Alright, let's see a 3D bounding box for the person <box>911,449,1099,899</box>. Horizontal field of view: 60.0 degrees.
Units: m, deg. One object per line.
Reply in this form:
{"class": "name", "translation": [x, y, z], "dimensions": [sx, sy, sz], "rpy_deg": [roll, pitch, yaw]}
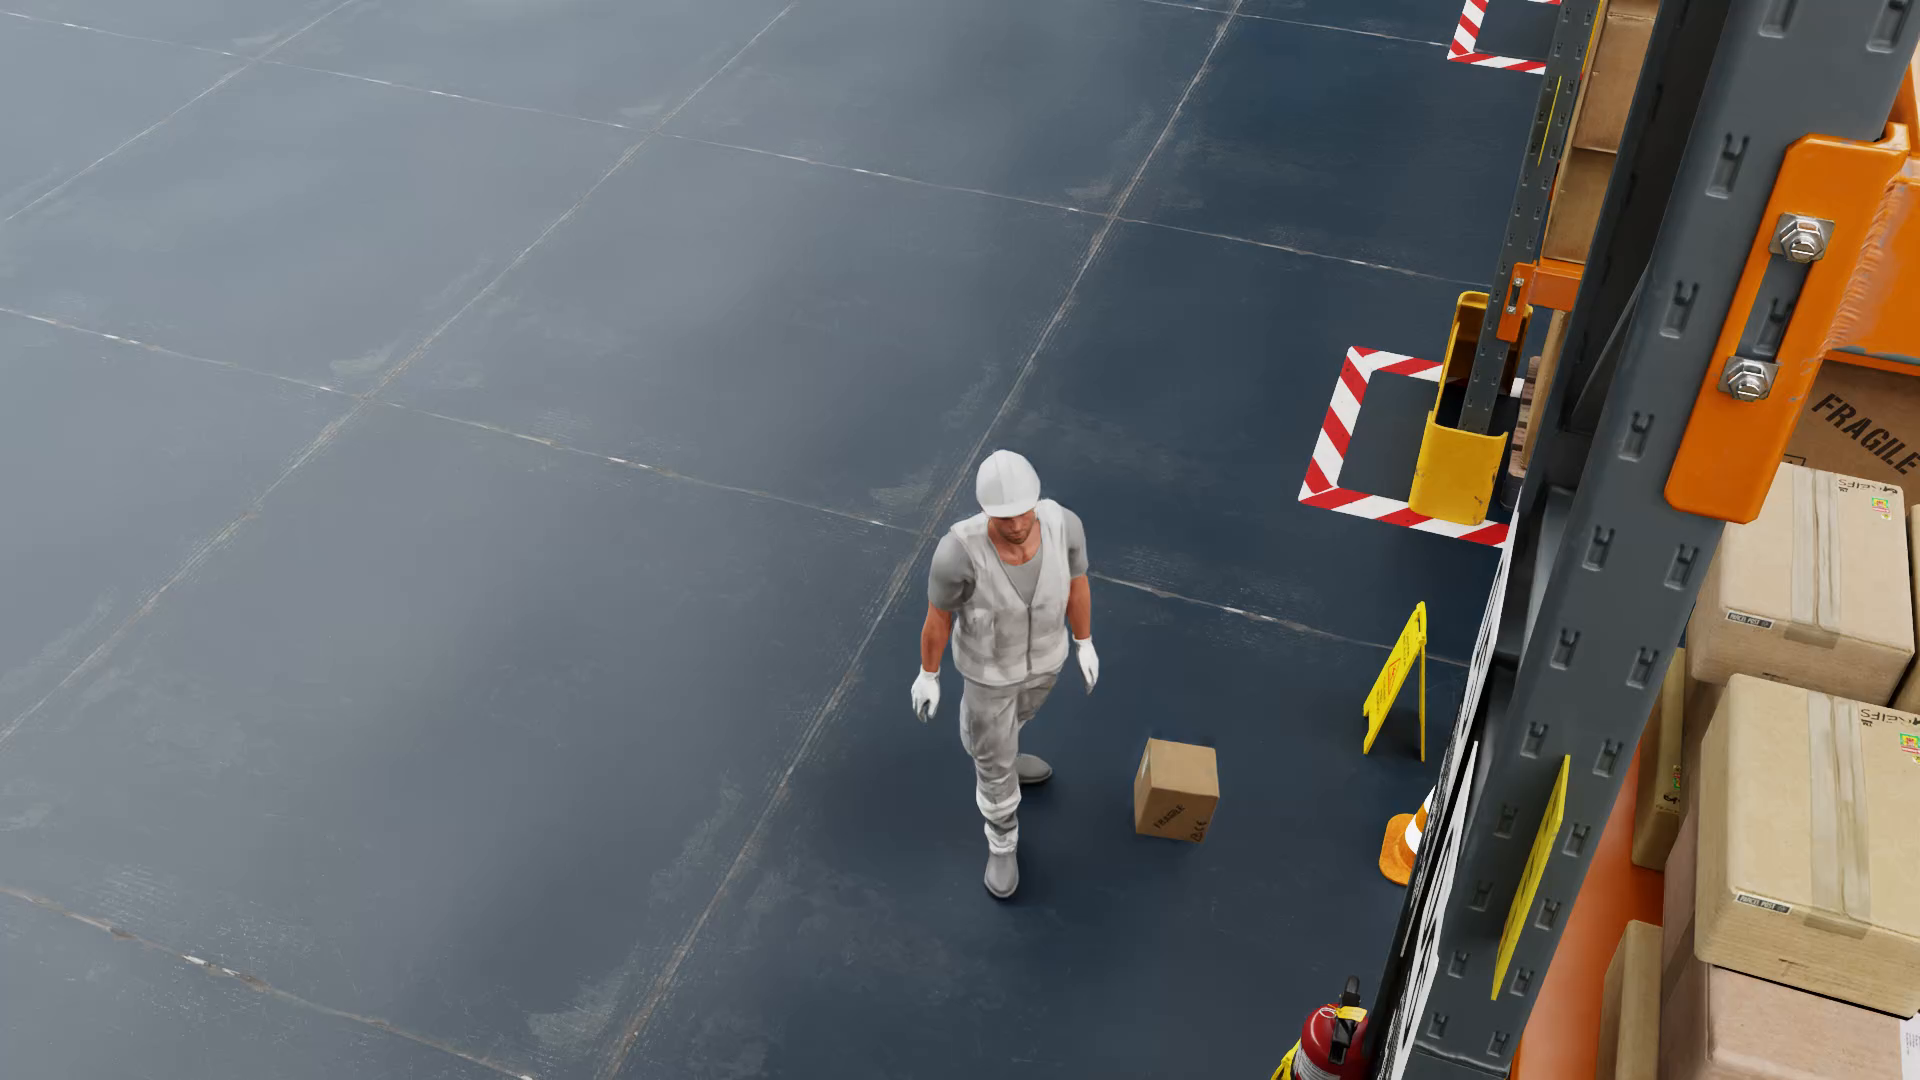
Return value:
{"class": "person", "translation": [0.139, 0.413, 5.670], "dimensions": [0.647, 1.784, 0.643], "rpy_deg": [-18, 44, -19]}
